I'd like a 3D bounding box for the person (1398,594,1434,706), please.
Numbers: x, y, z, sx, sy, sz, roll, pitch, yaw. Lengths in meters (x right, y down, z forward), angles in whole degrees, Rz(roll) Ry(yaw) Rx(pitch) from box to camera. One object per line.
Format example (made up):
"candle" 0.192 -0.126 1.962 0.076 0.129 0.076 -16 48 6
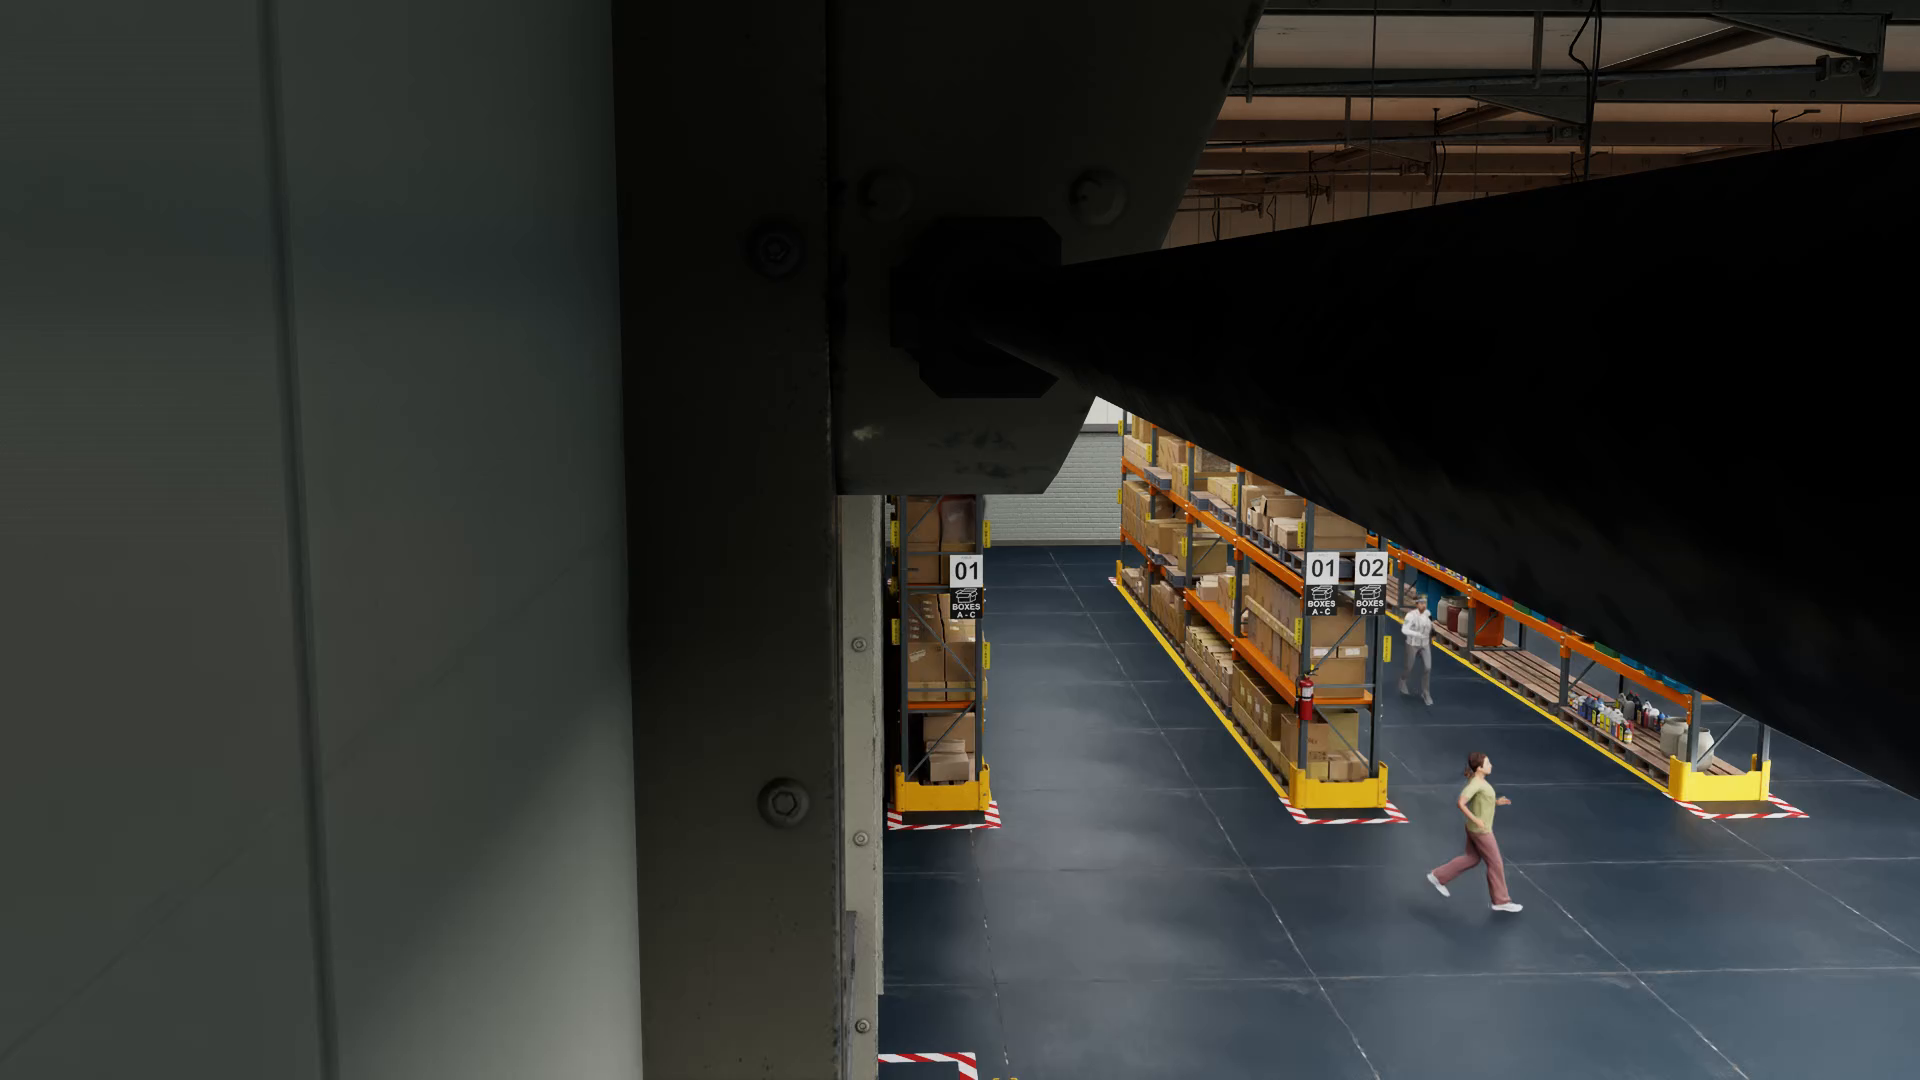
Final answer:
"person" 7.144 1.665 26.025 0.562 1.719 0.857 -1 8 -7

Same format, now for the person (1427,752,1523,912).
"person" 5.327 2.983 17.123 0.958 1.646 0.581 2 9 13
